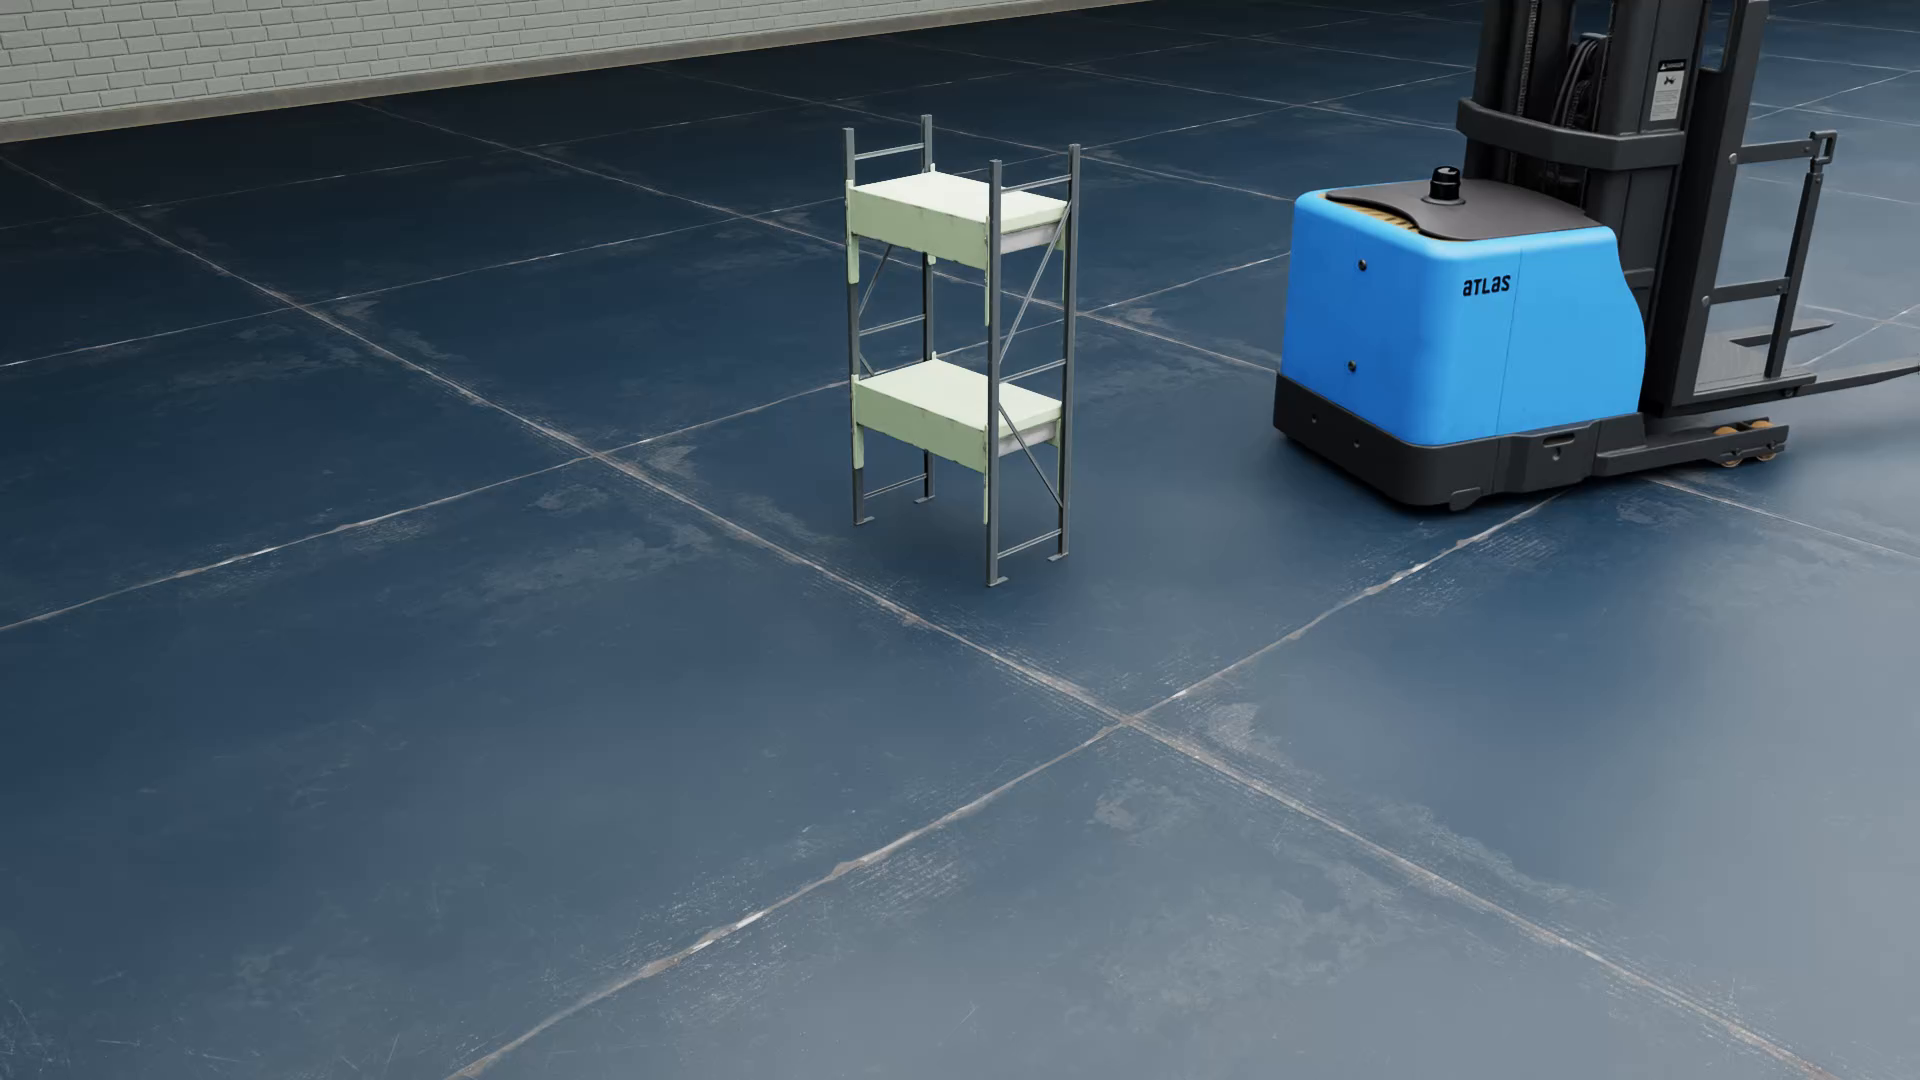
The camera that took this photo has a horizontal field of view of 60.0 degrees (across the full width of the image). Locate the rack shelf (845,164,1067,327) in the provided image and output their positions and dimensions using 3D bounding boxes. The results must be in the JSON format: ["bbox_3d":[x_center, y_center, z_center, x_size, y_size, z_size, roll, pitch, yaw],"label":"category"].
[{"bbox_3d":[-0.005,-1.039,5.781,0.431,0.370,0.720,-21,32,-38],"label":"rack shelf"}]

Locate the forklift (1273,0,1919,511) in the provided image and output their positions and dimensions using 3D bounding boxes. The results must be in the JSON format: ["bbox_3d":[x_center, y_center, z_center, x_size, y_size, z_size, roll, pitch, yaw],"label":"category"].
[{"bbox_3d":[2.915,-1.826,6.721,3.031,2.935,1.130,-10,26,-20],"label":"forklift"}]

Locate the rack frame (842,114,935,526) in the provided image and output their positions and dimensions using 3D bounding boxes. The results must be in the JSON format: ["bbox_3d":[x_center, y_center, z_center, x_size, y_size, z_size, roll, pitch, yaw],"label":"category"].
[{"bbox_3d":[-0.255,-0.795,6.186,0.400,1.500,0.023,-21,32,-38],"label":"rack frame"}]

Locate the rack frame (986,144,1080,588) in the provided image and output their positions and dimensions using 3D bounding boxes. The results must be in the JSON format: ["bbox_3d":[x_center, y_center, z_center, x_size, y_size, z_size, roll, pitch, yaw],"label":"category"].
[{"bbox_3d":[0.246,-0.573,5.700,0.400,1.500,0.023,-21,32,-38],"label":"rack frame"}]

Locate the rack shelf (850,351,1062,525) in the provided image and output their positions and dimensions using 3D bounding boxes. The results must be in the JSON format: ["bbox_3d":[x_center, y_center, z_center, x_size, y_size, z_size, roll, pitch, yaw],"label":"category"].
[{"bbox_3d":[-0.005,-0.388,6.078,0.431,0.370,0.720,-21,32,-38],"label":"rack shelf"}]

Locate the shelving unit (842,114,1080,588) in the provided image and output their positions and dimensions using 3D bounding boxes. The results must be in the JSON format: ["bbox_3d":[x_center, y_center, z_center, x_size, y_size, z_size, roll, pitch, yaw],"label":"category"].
[{"bbox_3d":[-0.005,-0.684,5.943,0.431,1.500,0.755,-21,32,-38],"label":"shelving unit"}]
